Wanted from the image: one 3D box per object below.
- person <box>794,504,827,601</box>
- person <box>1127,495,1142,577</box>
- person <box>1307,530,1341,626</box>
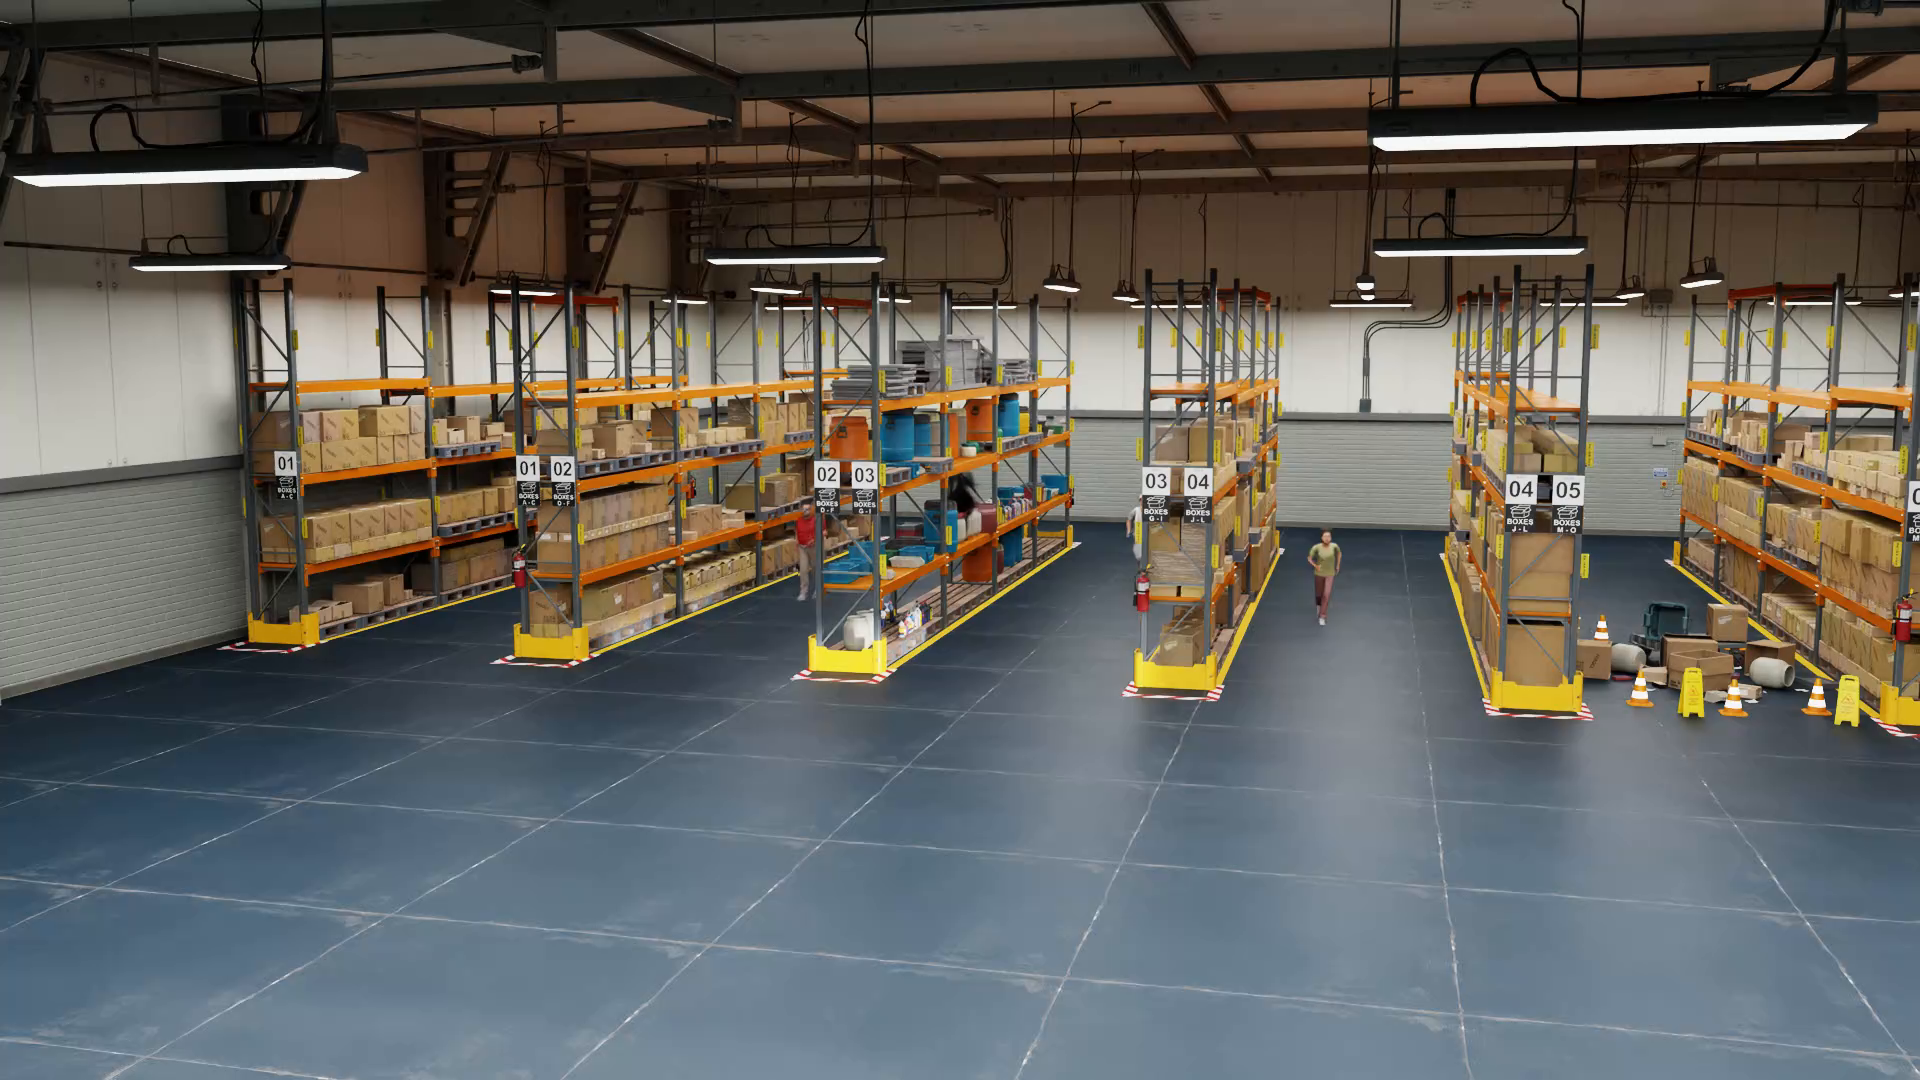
[{"bbox_3d":[-2.732,0.236,30.223,0.653,1.794,0.814,2,7,14],"label":"person"},{"bbox_3d":[3.622,-0.051,32.778,0.671,1.736,0.595,1,7,8],"label":"person"},{"bbox_3d":[6.493,0.636,29.656,0.601,1.660,0.957,1,7,6],"label":"person"}]
